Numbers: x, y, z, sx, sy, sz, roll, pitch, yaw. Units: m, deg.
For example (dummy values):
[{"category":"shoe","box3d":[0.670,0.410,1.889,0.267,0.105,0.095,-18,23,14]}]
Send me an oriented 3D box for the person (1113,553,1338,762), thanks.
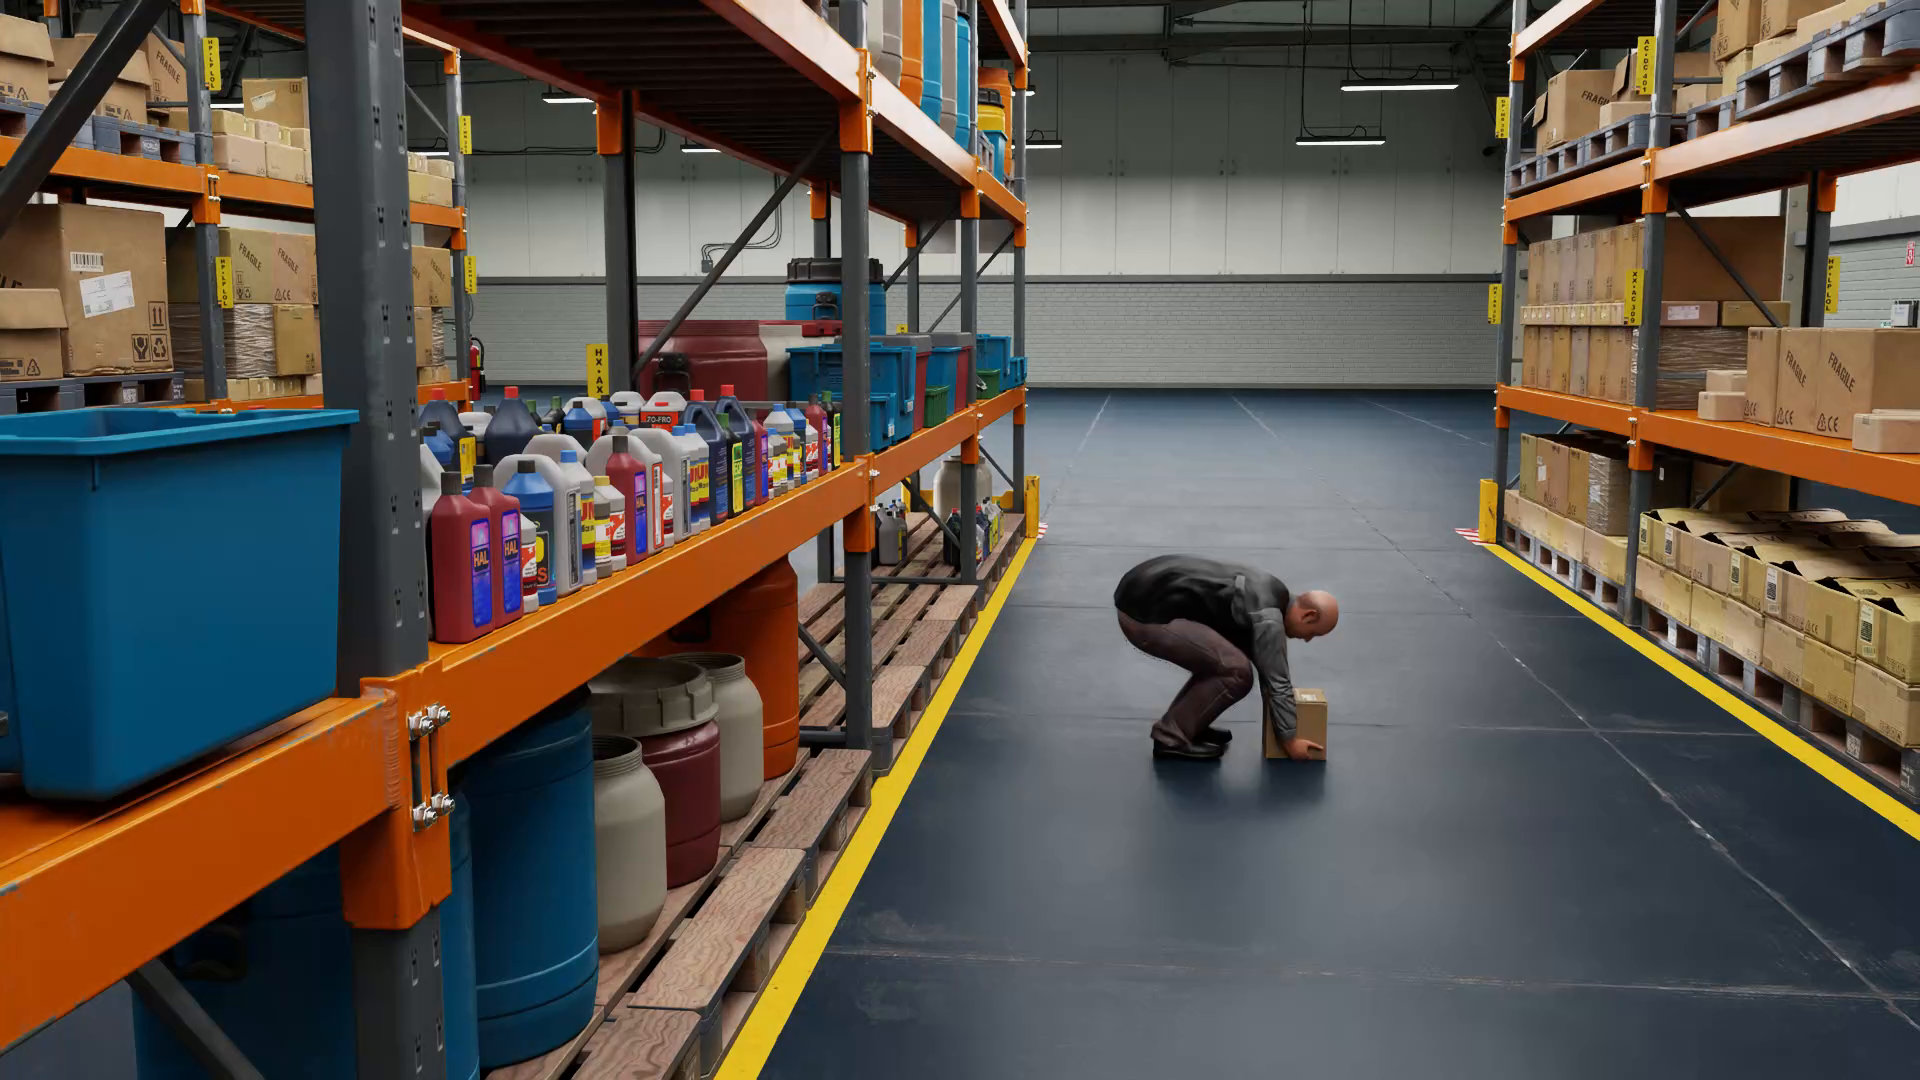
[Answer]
[{"category":"person","box3d":[1.131,0.491,7.102,0.952,0.872,0.505,1,8,4]}]
